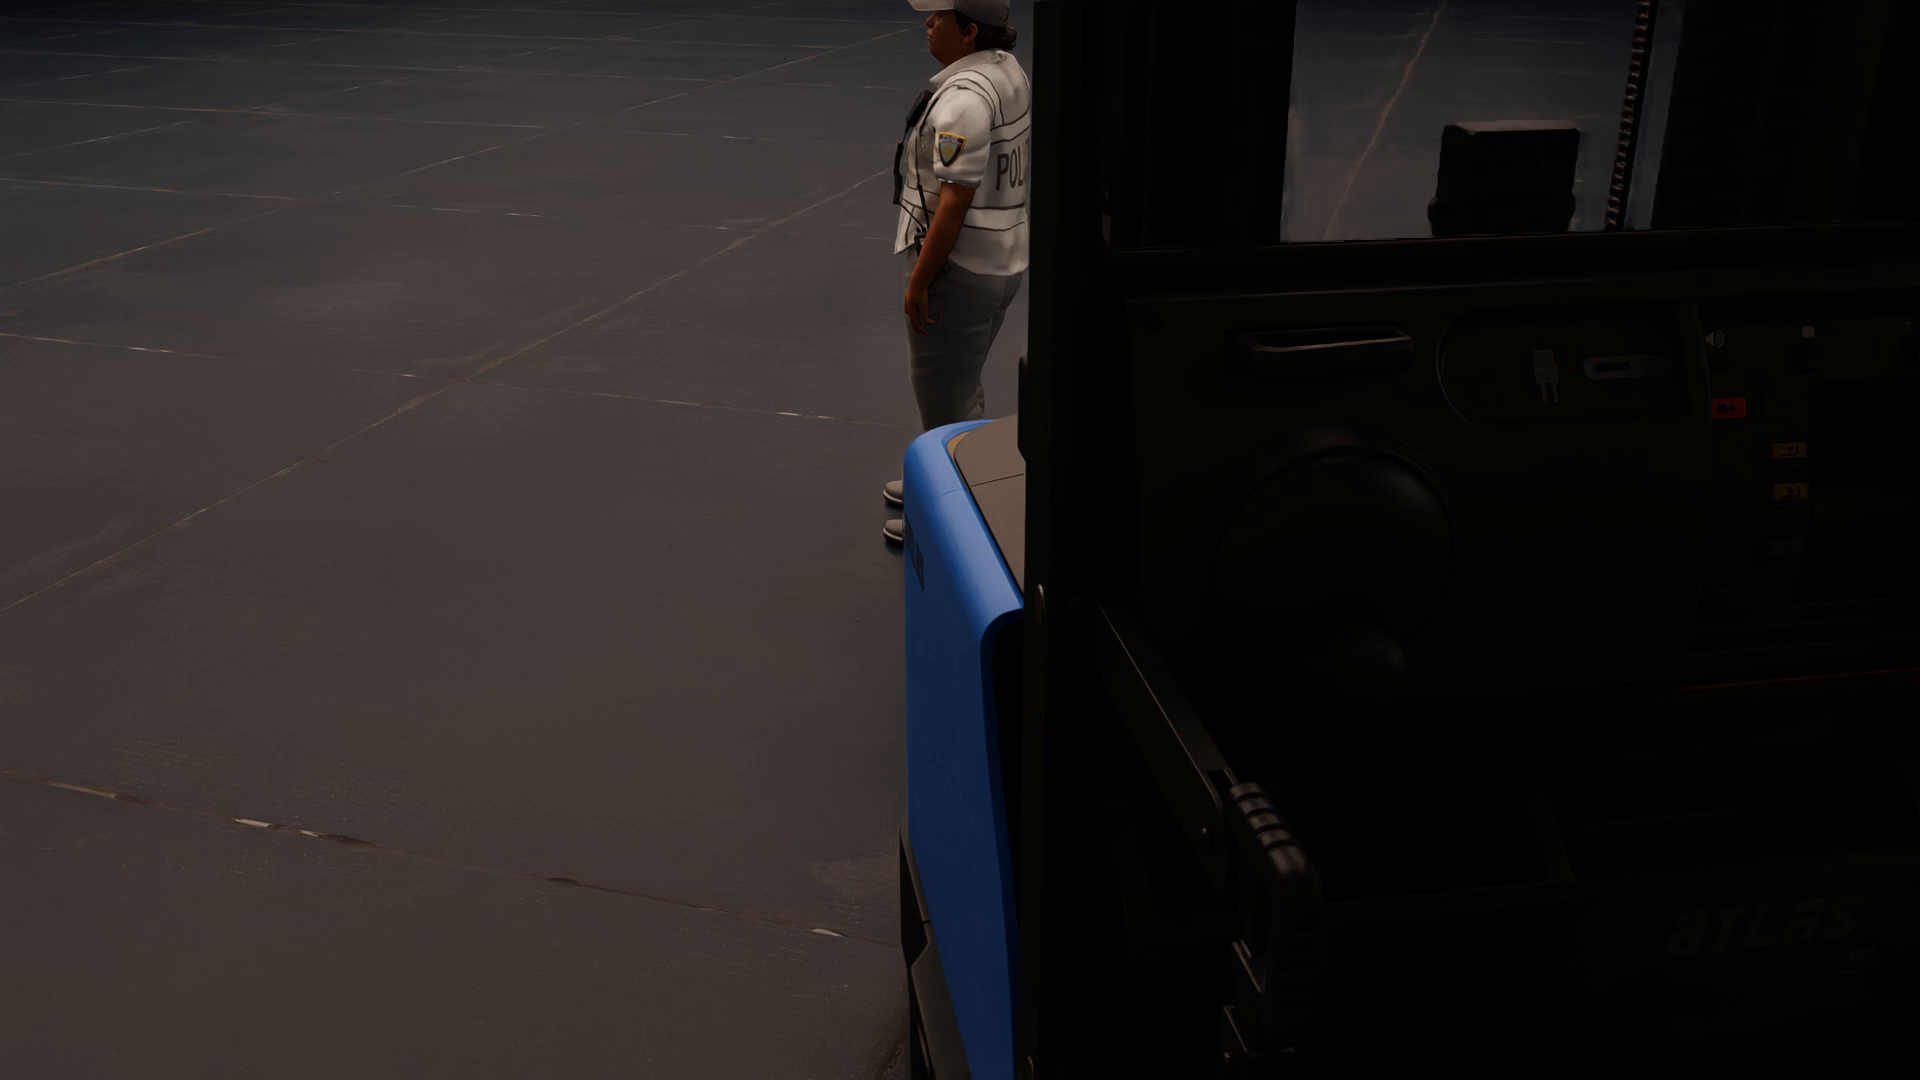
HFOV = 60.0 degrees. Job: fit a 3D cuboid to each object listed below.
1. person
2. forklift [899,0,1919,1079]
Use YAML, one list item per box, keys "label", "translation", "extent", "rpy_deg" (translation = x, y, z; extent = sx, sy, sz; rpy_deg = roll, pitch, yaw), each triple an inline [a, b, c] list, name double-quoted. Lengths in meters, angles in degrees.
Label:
- label: "person"
  translation: [-0.066, -0.794, 4.841]
  extent: [0.529, 1.670, 0.599]
  rpy_deg: [7, 23, 16]
- label: "forklift"
  translation: [0.648, -0.038, 1.371]
  extent: [1.130, 2.935, 3.031]
  rpy_deg: [-4, 23, -9]
